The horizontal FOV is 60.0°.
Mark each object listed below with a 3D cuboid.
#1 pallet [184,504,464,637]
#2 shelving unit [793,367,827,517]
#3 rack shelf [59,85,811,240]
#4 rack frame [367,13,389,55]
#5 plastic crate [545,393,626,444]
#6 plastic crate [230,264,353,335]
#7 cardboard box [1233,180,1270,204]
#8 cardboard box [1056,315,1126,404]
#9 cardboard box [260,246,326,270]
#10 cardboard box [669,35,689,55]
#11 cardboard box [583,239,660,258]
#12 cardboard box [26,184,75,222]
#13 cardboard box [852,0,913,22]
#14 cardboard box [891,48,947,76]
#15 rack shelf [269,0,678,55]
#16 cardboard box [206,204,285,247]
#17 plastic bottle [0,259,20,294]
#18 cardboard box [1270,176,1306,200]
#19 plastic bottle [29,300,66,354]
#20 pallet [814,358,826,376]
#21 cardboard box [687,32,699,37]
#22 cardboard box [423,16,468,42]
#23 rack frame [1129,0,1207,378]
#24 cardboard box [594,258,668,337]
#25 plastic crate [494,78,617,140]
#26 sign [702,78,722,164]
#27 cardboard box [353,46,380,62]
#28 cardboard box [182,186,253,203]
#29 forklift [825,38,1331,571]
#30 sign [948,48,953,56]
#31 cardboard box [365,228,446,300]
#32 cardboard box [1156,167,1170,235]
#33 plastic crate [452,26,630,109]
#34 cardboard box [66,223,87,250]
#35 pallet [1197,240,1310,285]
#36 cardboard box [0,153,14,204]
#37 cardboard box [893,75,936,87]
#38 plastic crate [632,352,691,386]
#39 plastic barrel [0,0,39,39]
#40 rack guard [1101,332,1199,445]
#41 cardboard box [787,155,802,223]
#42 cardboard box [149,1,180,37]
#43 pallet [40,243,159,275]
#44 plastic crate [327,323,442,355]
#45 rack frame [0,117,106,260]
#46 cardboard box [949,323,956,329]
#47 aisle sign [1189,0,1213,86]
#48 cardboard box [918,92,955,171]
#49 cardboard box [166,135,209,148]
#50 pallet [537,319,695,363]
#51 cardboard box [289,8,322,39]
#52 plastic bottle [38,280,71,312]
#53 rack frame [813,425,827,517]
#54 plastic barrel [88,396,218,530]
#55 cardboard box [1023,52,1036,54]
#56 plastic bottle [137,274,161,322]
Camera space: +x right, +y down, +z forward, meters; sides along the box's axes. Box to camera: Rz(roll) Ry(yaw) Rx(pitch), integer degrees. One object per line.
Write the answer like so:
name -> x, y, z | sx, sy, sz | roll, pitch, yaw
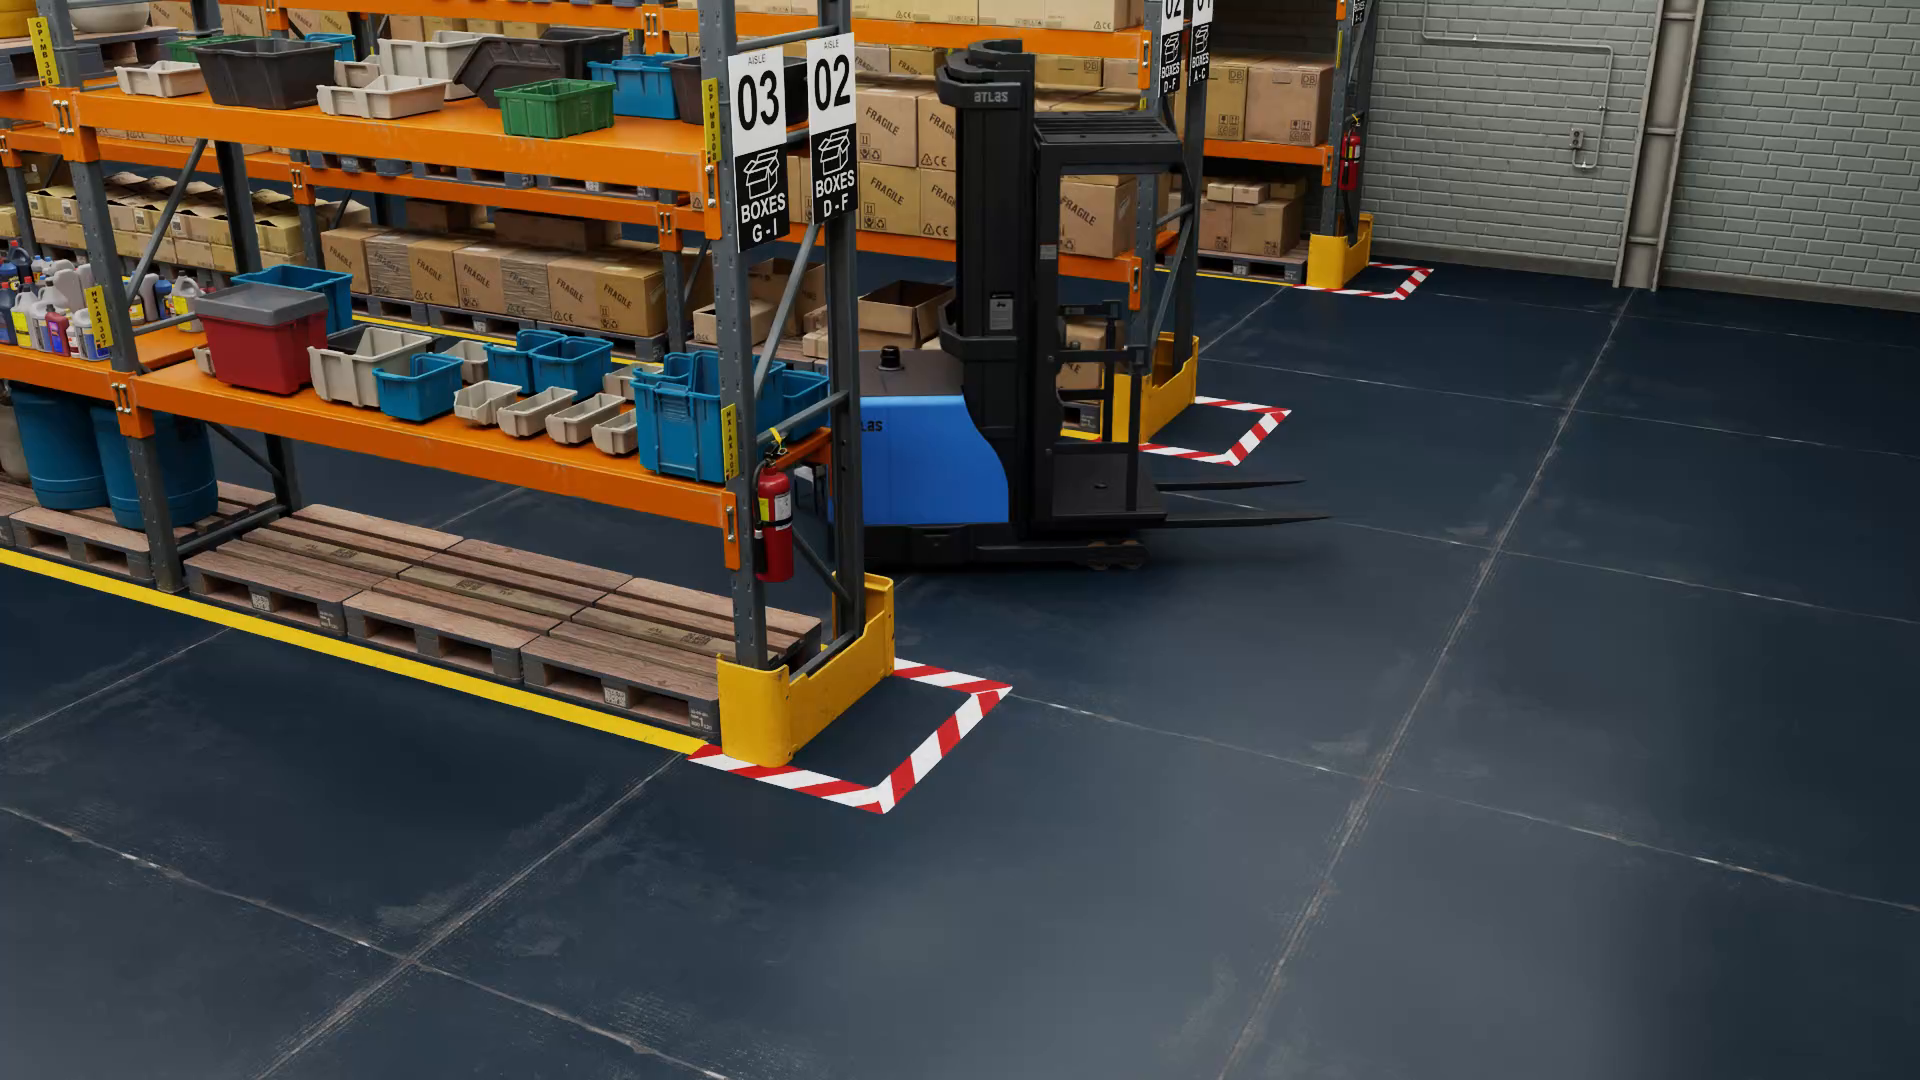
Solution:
pallet -> -3.657, 0.151, 9.626 | 1.213, 0.211, 1.003 | 11, 25, 25
shelving unit -> -0.905, -0.622, 10.562 | 0.258, 0.900, 0.210 | -20, 30, -39
rack shelf -> -2.546, -1.945, 8.077 | 4.000, 0.370, 1.077 | 11, 25, 25
rack frame -> -7.000, -6.122, 20.812 | 0.127, 3.000, 1.000 | 11, 25, 25
plastic crate -> -1.823, -0.586, 8.055 | 0.243, 0.136, 0.396 | 11, 25, 25
plastic crate -> -3.761, -1.306, 9.431 | 0.575, 0.384, 0.392 | 11, 25, 25
cardboard box -> 2.842, -3.392, 16.221 | 0.250, 0.149, 0.380 | 11, 25, 24
cardboard box -> 0.881, -1.334, 12.186 | 0.500, 0.500, 0.500 | 11, 25, 25
cardboard box -> -6.242, -2.620, 15.555 | 0.500, 0.250, 0.500 | 12, 26, 26
cardboard box -> -3.113, -5.432, 18.657 | 0.500, 0.500, 0.500 | 12, 26, 26
cardboard box -> -2.896, -2.291, 14.436 | 0.500, 0.500, 0.500 | 12, 26, 25
cardboard box -> -8.976, -3.417, 16.712 | 0.500, 0.311, 0.500 | 11, 26, 25
cardboard box -> -0.433, -3.852, 11.833 | 0.500, 0.250, 0.500 | 11, 25, 25
cardboard box -> -0.387, -4.894, 17.393 | 0.500, 0.500, 0.500 | 11, 25, 24
rack shelf -> -3.878, -4.381, 13.804 | 4.000, 0.370, 1.077 | 11, 25, 25
cardboard box -> -6.708, -2.966, 15.653 | 0.500, 0.311, 0.500 | 11, 25, 24
plastic bottle -> -5.936, -1.623, 10.398 | 0.097, 0.271, 0.097 | 0, 23, 0
cardboard box -> 3.241, -3.481, 16.430 | 0.250, 0.149, 0.380 | 11, 26, 25
plastic bottle -> -5.155, -1.213, 9.428 | 0.135, 0.276, 0.152 | 11, 25, 25
pallet -> -0.388, -1.358, 13.174 | 1.213, 0.211, 1.003 | 11, 25, 25
cardboard box -> -2.662, -5.688, 18.299 | 0.500, 0.250, 0.500 | 11, 25, 24
cardboard box -> -6.066, -6.167, 20.229 | 0.500, 0.500, 0.700 | 14, 27, 30
rack frame -> 1.477, -2.272, 11.759 | 0.127, 3.000, 1.000 | 11, 25, 25
cardboard box -> -2.662, -2.017, 13.793 | 0.500, 0.500, 0.500 | 11, 25, 24
plastic crate -> -1.770, -1.900, 7.322 | 0.336, 0.188, 0.450 | 11, 25, 25
sign -> -0.995, -1.680, 6.668 | 0.005, 0.325, 0.100 | 11, 25, 25
cardboard box -> -7.560, -6.040, 20.785 | 0.500, 0.250, 0.500 | 11, 26, 25
cardboard box -> -7.383, -3.337, 16.524 | 0.500, 0.311, 0.500 | 11, 25, 24
forklift -> 0.704, -1.378, 9.745 | 3.031, 2.935, 1.130 | -1, 23, -3
sign -> -0.097, -5.014, 16.829 | 0.005, 0.325, 0.100 | 11, 25, 25
cardboard box -> -4.915, -2.466, 14.848 | 0.500, 0.500, 0.500 | 10, 25, 23
cardboard box -> 1.200, -2.488, 12.140 | 0.500, 0.500, 0.500 | 12, 26, 26
plastic crate -> -2.001, -2.260, 7.978 | 0.767, 0.338, 0.504 | 11, 25, 25
cardboard box -> -8.528, -3.070, 16.613 | 0.500, 0.250, 0.500 | 12, 26, 26
pallet -> 2.960, -2.833, 16.642 | 1.213, 0.211, 1.003 | 11, 25, 25
cardboard box -> -10.186, -3.762, 17.281 | 0.500, 0.500, 0.500 | 11, 25, 25
cardboard box -> -0.168, -3.218, 12.578 | 0.500, 0.500, 0.500 | 11, 25, 24
plastic crate -> -1.421, -0.768, 8.360 | 0.300, 0.233, 0.416 | 11, 25, 25
plastic barrel -> -5.237, -2.999, 8.860 | 0.600, 0.588, 0.600 | 0, 23, 0
rack guard -> 1.409, -1.135, 12.280 | 0.348, 0.500, 1.175 | 11, 25, 25
cardboard box -> -1.303, -2.750, 12.755 | 0.500, 0.500, 0.500 | 12, 26, 25
cardboard box -> -10.280, -6.924, 21.906 | 0.500, 0.500, 0.500 | 11, 25, 25
pallet -> -8.557, -2.991, 17.014 | 1.213, 0.211, 1.003 | 11, 25, 25
plastic crate -> -3.211, -1.046, 9.152 | 0.590, 0.125, 0.437 | 11, 25, 25
rack frame -> -9.232, -4.391, 16.742 | 0.127, 3.000, 1.000 | 11, 25, 25
cardboard box -> 0.227, -1.581, 13.085 | 0.500, 0.250, 0.500 | 11, 25, 25
aisle sign -> 1.670, -3.559, 11.463 | 0.004, 0.787, 0.394 | 11, 25, 25
cardboard box -> 0.040, -2.939, 11.923 | 0.500, 0.500, 0.500 | 12, 26, 26
cardboard box -> -7.167, -4.021, 15.745 | 0.500, 0.500, 0.500 | 10, 25, 22
pallet -> -2.836, -1.825, 14.273 | 1.213, 0.211, 1.003 | 11, 25, 25
cardboard box -> -8.010, -6.468, 20.835 | 0.500, 0.500, 0.500 | 11, 25, 24
plastic bottle -> -5.234, -1.325, 9.595 | 0.185, 0.351, 0.144 | 11, 25, 25
rack frame -> -0.836, -0.593, 10.493 | 0.240, 0.900, 0.006 | -20, 30, -39
plastic barrel -> -4.809, -0.578, 9.922 | 0.708, 0.901, 0.600 | 11, 25, 25
cardboard box -> 0.616, -4.745, 17.192 | 0.700, 0.700, 0.980 | 12, 26, 25
plastic bottle -> -4.899, -1.471, 10.035 | 0.135, 0.276, 0.152 | 11, 25, 25
